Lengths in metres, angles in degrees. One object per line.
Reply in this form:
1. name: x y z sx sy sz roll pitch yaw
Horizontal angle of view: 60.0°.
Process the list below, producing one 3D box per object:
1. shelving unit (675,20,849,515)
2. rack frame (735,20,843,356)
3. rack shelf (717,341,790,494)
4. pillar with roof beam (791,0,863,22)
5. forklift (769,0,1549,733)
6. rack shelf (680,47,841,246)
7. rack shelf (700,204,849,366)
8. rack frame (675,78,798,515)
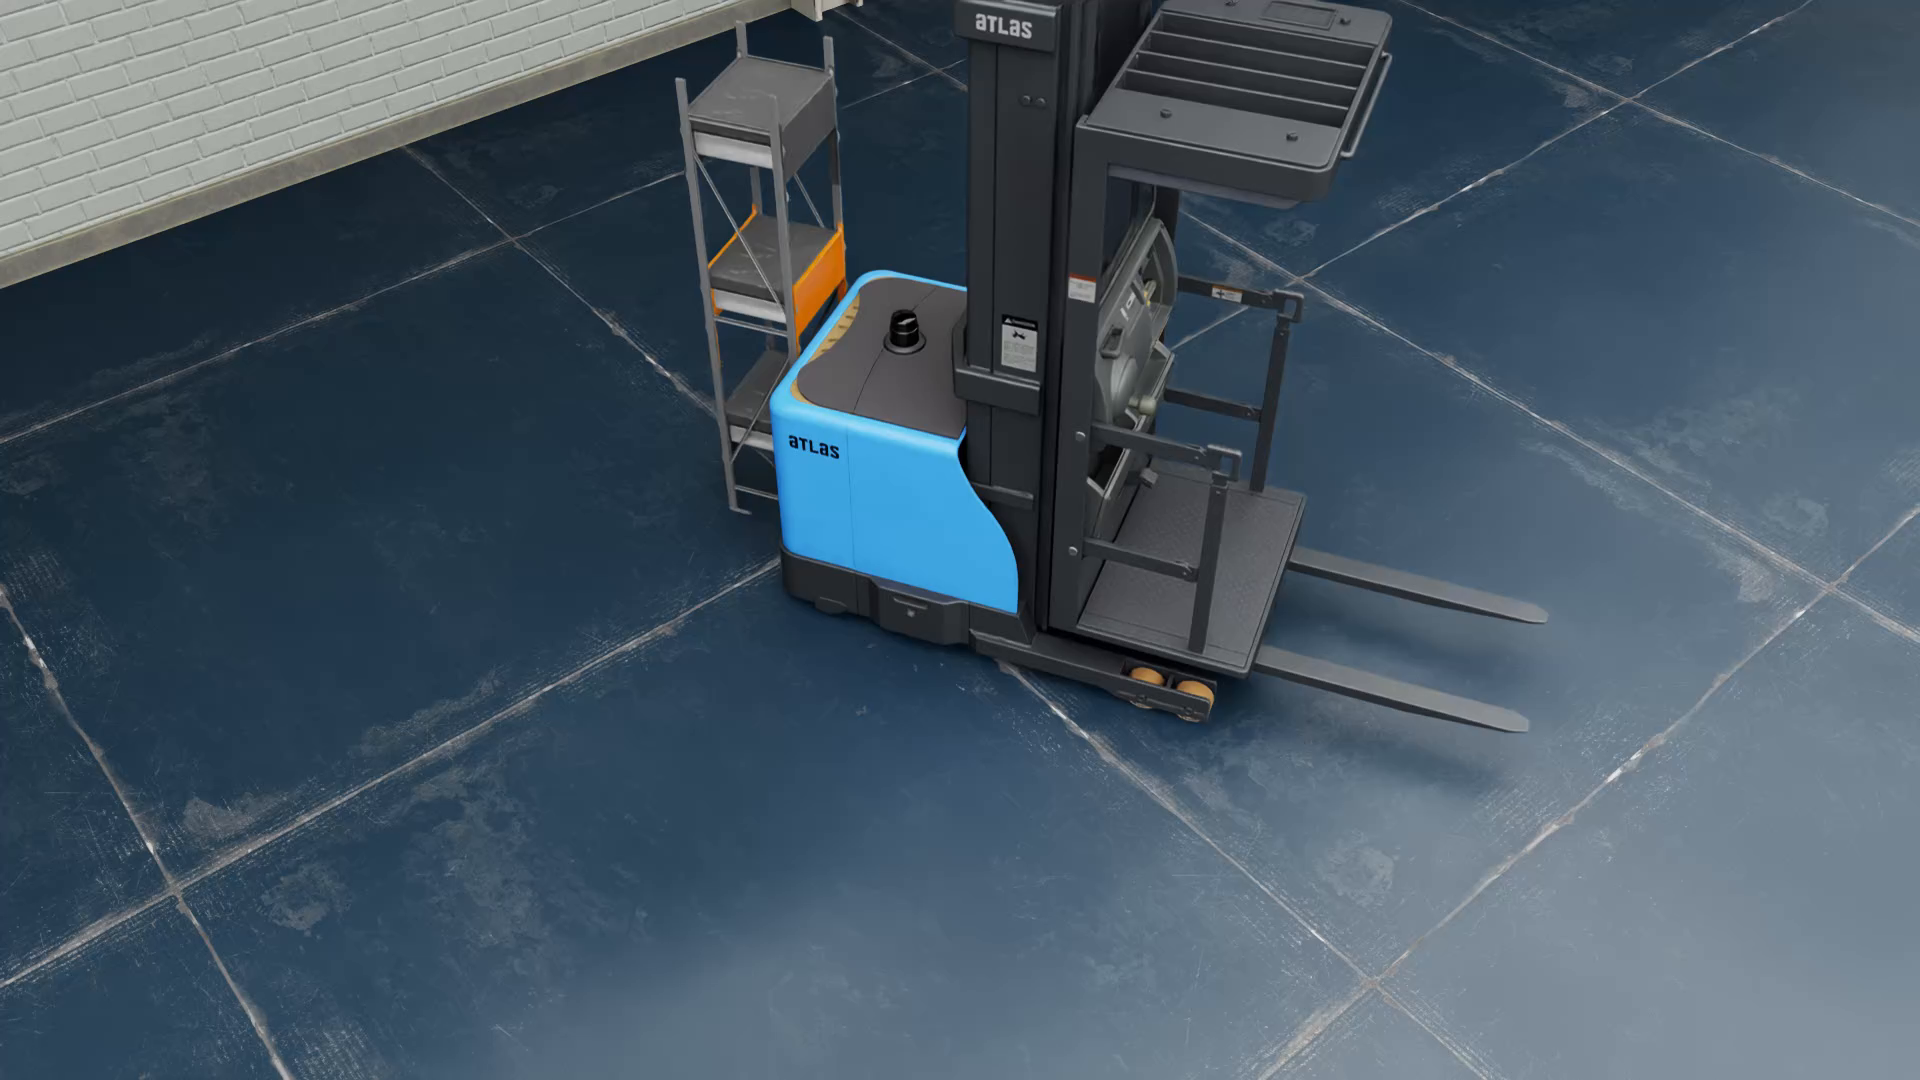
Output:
1. shelving unit: -0.754 -1.012 6.847 0.431 2.100 0.503 15 45 15
2. rack frame: -0.667 -1.168 7.013 0.400 2.100 0.015 15 45 15
3. rack shelf: -0.754 -0.491 7.336 0.431 0.518 0.480 15 45 15
4. pillar with roof beam: 1.868 -4.594 5.621 0.400 9.000 9.100 -30 51 -28
5. forklift: 0.826 -0.768 5.981 3.031 2.935 1.130 15 45 15
6. rack shelf: -0.754 -1.512 6.377 0.431 0.518 0.480 15 45 15
7. rack shelf: -0.754 -1.002 6.856 0.431 0.518 0.480 15 45 15
8. rack frame: -0.841 -0.855 6.681 0.400 2.100 0.015 15 45 15
